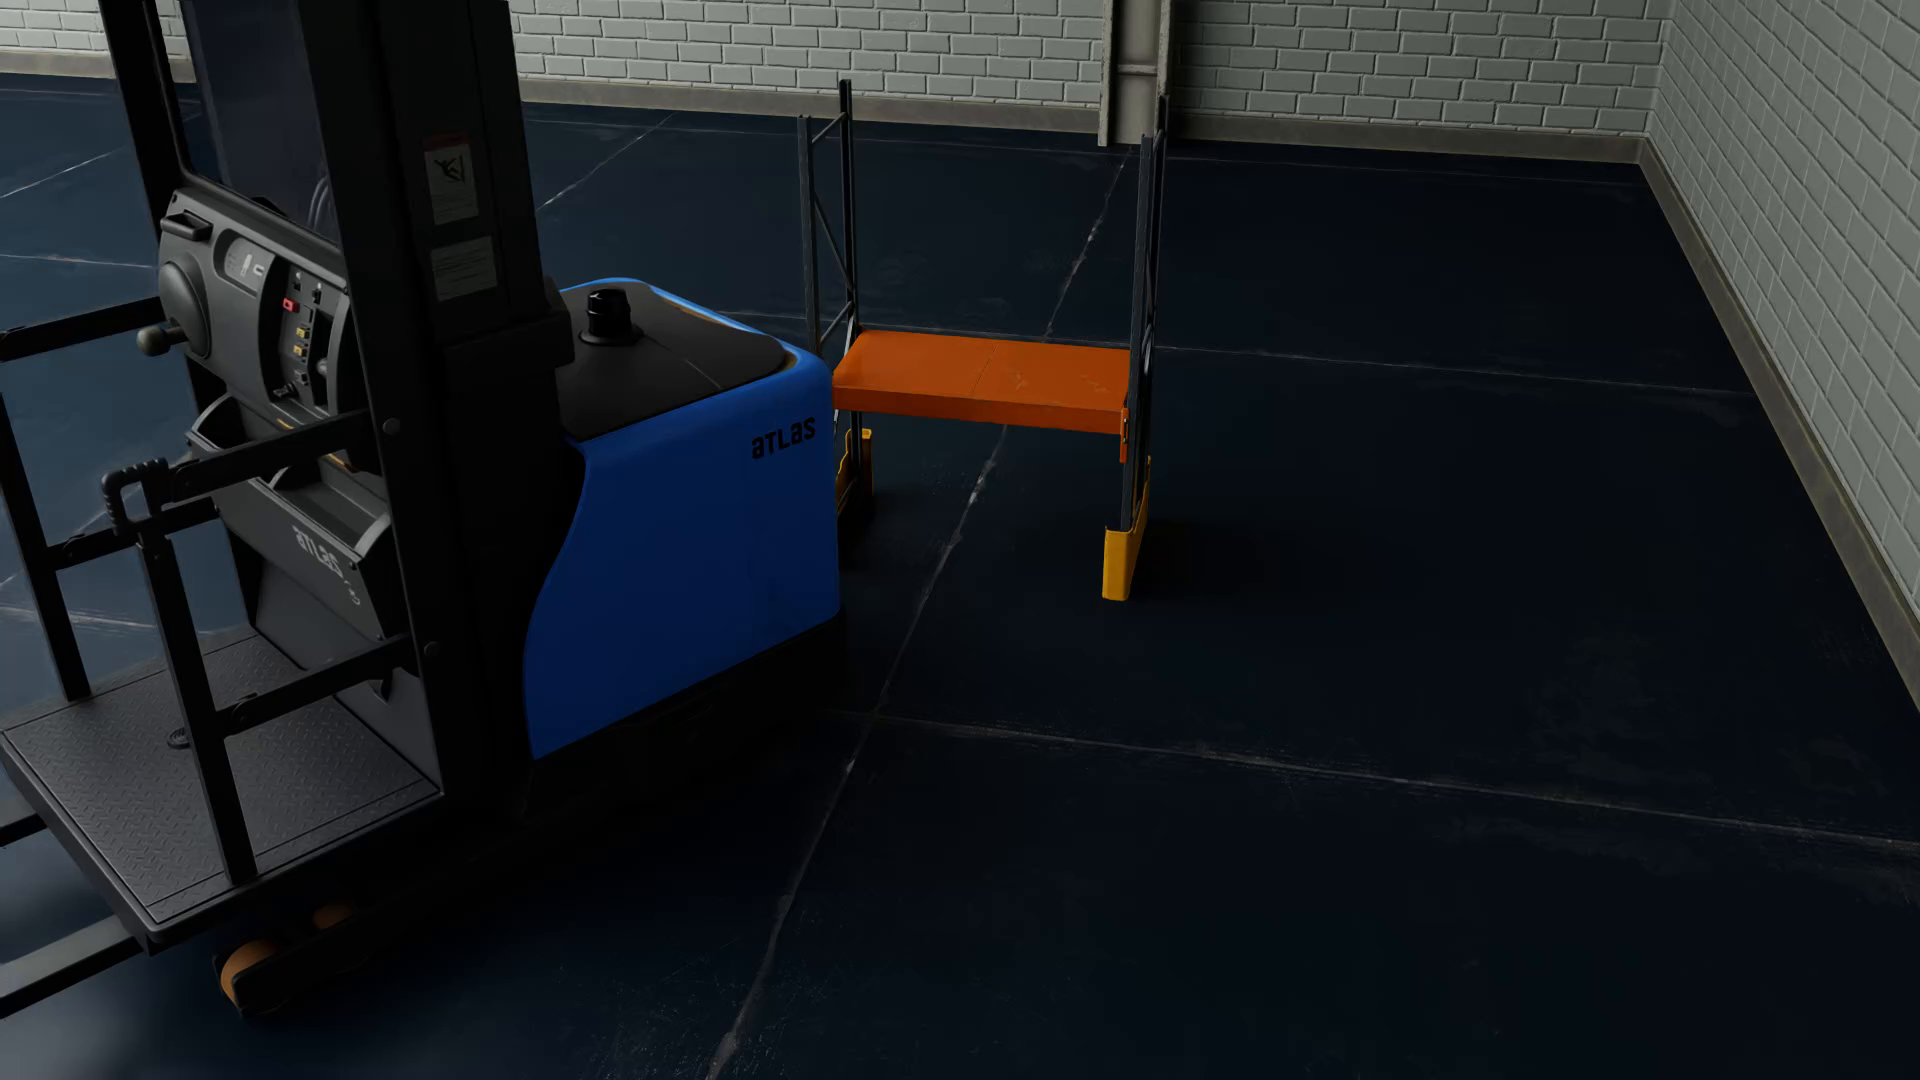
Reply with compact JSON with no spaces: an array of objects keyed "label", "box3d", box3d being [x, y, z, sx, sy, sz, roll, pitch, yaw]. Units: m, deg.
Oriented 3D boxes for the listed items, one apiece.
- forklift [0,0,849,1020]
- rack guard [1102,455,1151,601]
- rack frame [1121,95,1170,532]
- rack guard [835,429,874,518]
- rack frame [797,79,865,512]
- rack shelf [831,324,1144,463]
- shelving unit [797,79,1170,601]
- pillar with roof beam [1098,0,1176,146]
[{"label":"forklift","box3d":[-1.732,-0.490,3.593,3.031,2.935,1.130,-25,37,-38]},{"label":"rack guard","box3d":[0.562,-0.052,5.585,0.087,0.250,0.587,6,29,11]},{"label":"rack frame","box3d":[0.581,-0.598,5.281,0.032,1.500,0.500,6,29,11]},{"label":"rack guard","box3d":[-0.412,-0.152,5.767,0.087,0.250,0.587,6,29,11]},{"label":"rack frame","box3d":[-0.414,-0.700,5.467,0.032,1.500,0.500,6,29,11]},{"label":"rack shelf","box3d":[0.083,-0.492,5.461,1.000,0.185,0.538,6,29,11]},{"label":"shelving unit","box3d":[0.075,-0.650,5.376,1.083,1.500,0.587,6,29,11]},{"label":"pillar with roof beam","box3d":[0.168,-4.383,4.384,0.400,9.000,9.100,6,29,11]}]
